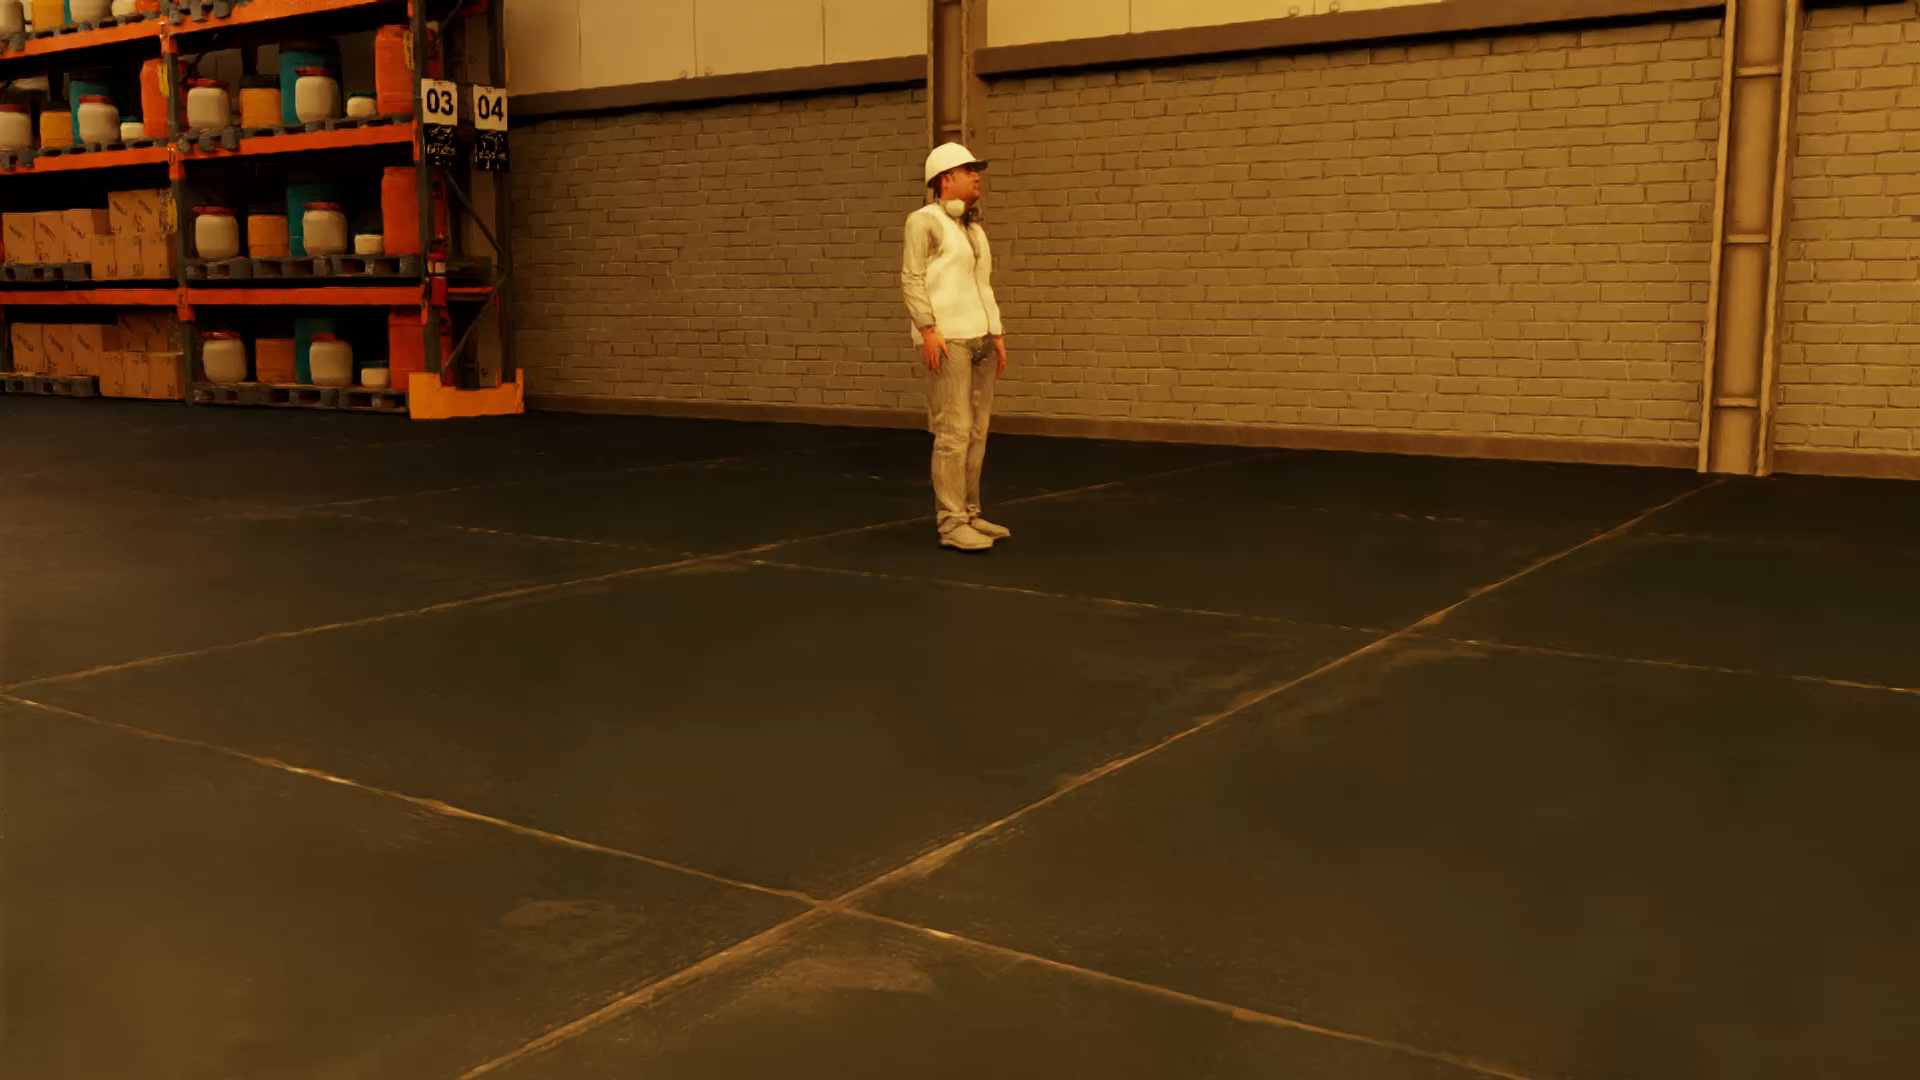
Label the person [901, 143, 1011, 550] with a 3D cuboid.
[{"bbox_3d":[0.047,-0.879,7.436,0.567,1.773,0.632,5,10,34],"label":"person"}]
